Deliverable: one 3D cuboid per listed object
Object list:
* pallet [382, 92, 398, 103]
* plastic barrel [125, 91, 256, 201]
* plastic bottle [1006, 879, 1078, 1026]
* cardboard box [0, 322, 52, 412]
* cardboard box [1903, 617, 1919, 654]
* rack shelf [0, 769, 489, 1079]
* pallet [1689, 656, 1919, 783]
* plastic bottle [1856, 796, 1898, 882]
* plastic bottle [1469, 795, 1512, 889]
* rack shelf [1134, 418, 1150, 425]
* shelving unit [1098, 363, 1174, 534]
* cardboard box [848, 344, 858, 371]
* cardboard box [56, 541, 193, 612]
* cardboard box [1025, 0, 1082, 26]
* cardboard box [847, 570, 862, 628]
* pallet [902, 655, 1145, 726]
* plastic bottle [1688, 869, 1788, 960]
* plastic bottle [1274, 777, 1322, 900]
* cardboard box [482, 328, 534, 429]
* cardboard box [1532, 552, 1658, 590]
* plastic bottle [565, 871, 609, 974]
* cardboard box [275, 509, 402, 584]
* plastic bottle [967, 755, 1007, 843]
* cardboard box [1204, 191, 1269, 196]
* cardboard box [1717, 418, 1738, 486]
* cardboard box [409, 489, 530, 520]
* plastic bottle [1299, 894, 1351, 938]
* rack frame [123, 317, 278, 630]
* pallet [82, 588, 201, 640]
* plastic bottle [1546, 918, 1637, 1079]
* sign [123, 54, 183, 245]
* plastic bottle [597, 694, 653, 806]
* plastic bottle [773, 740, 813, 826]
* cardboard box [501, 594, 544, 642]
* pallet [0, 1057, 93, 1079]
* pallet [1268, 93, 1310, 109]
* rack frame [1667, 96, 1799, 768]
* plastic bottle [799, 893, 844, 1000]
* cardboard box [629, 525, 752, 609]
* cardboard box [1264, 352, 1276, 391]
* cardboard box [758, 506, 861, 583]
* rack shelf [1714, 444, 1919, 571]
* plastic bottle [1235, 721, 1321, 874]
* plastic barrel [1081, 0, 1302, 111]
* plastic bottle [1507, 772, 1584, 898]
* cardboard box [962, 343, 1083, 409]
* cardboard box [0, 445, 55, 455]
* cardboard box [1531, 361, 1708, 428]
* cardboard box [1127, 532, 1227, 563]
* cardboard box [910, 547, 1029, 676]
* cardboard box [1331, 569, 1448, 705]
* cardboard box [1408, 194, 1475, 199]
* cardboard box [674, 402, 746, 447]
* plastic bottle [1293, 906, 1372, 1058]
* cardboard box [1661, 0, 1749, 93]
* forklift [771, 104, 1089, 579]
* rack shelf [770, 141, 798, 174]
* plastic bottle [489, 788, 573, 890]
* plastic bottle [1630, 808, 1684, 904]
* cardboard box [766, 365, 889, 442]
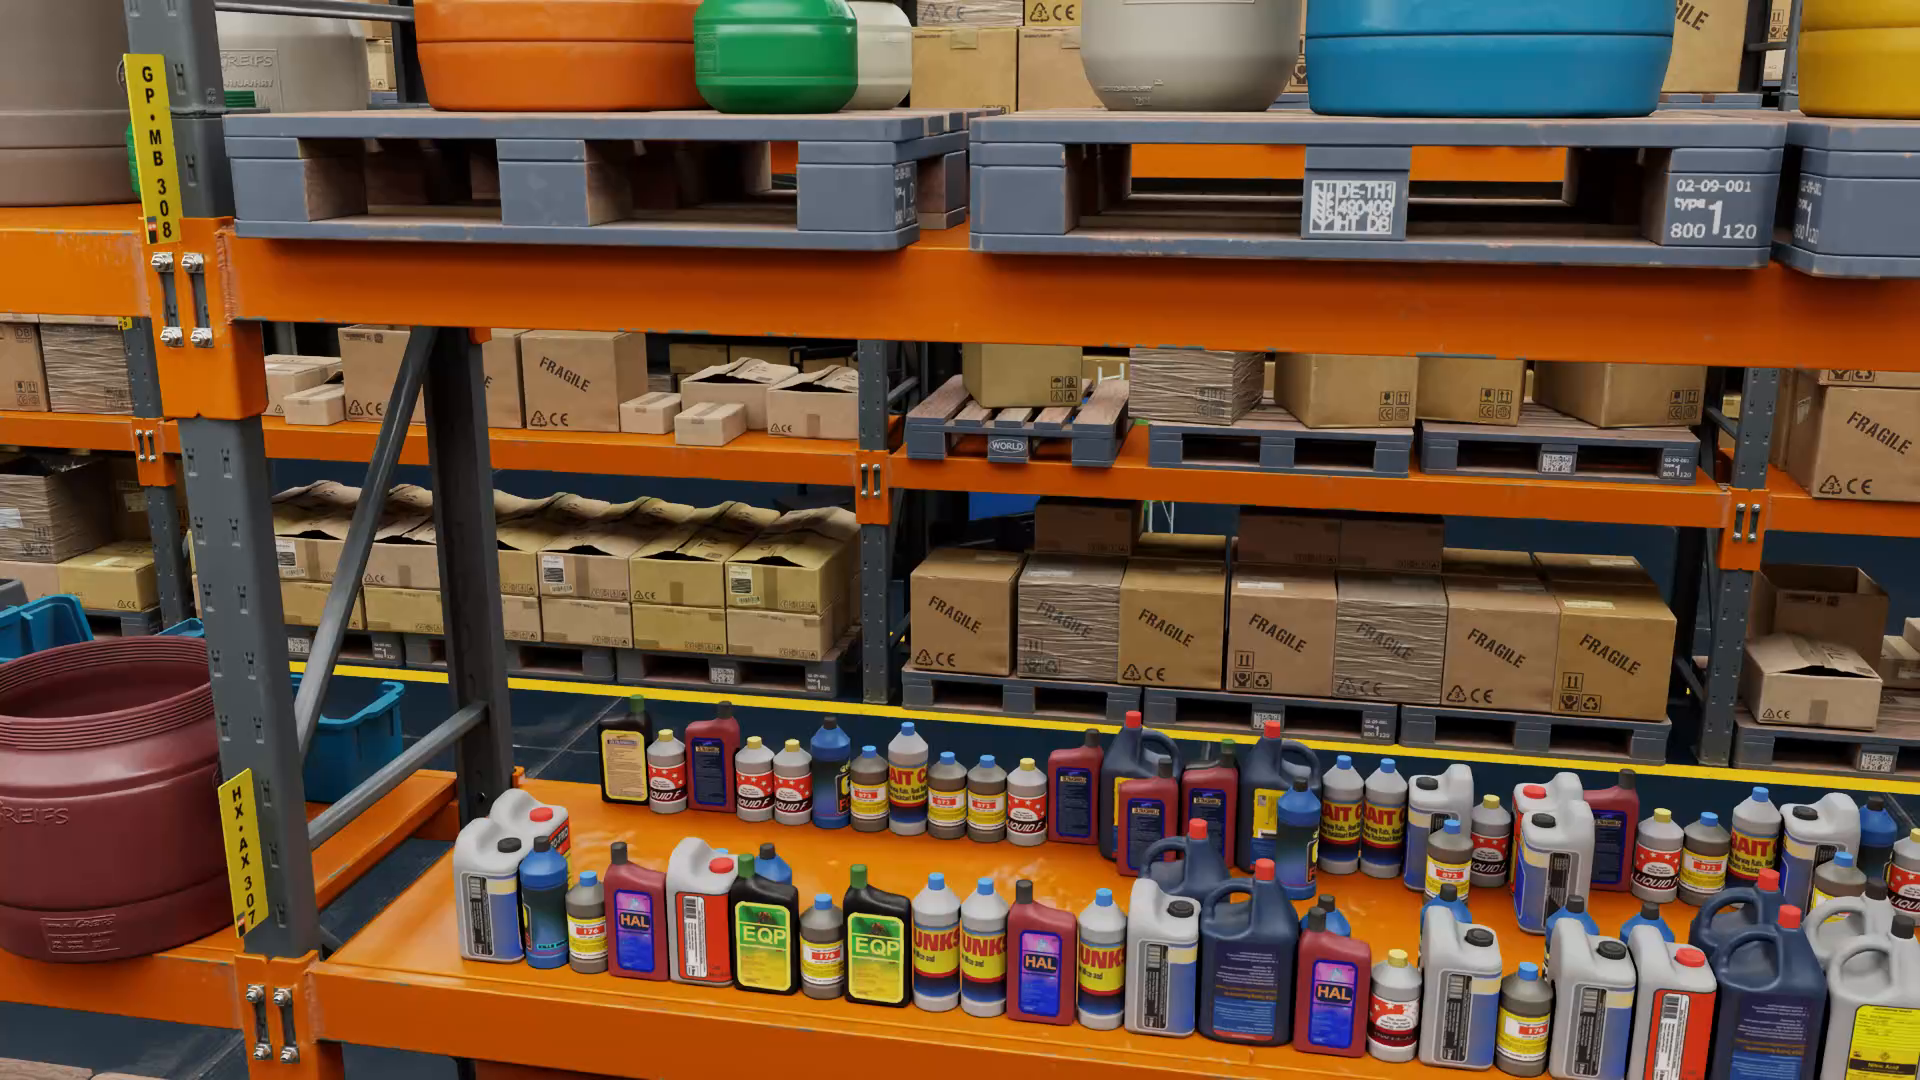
[{"bbox_3d":[-2.113,-2.163,8.415,1.213,0.211,1.003,4,16,14],"label":"pallet"},{"bbox_3d":[-1.576,-0.812,3.475,0.294,0.245,0.294,0,15,0],"label":"plastic barrel"},{"bbox_3d":[0.159,0.796,3.218,0.133,0.283,0.061,3,16,11],"label":"plastic bottle"},{"bbox_3d":[-5.207,-1.046,9.462,0.500,0.500,0.700,3,16,11],"label":"cardboard box"},{"bbox_3d":[4.936,0.556,8.079,0.500,0.311,0.500,3,16,11],"label":"cardboard box"},{"bbox_3d":[-3.284,0.799,4.336,4.000,0.370,1.077,3,16,11],"label":"rack shelf"},{"bbox_3d":[4.259,0.857,8.004,1.213,0.211,1.003,3,16,11],"label":"pallet"},{"bbox_3d":[1.979,0.689,3.627,0.097,0.271,0.097,0,15,0],"label":"plastic bottle"},{"bbox_3d":[1.203,0.680,3.789,0.097,0.201,0.097,0,15,0],"label":"plastic bottle"},{"bbox_3d":[1.188,-0.727,11.209,0.258,0.148,0.480,-13,20,-40],"label":"rack shelf"},{"bbox_3d":[1.188,-0.557,11.256,0.258,1.200,0.503,-13,20,-40],"label":"shelving unit"},{"bbox_3d":[-0.612,-1.473,13.644,0.500,0.250,0.500,3,16,12],"label":"cardboard box"},{"bbox_3d":[-4.751,0.206,9.495,0.500,0.250,0.500,3,16,11],"label":"cardboard box"},{"bbox_3d":[0.593,-2.660,7.798,0.500,0.500,0.500,3,16,11],"label":"cardboard box"},{"bbox_3d":[-0.788,0.281,9.222,0.500,0.250,0.500,3,16,11],"label":"cardboard box"},{"bbox_3d":[0.391,0.657,8.726,1.213,0.211,1.003,3,16,11],"label":"pallet"},{"bbox_3d":[1.477,0.785,3.133,0.185,0.351,0.144,3,16,11],"label":"plastic bottle"},{"bbox_3d":[0.756,0.662,3.725,0.097,0.271,0.097,0,15,0],"label":"plastic bottle"},{"bbox_3d":[-2.497,-0.898,8.927,0.500,0.500,0.500,3,16,11],"label":"cardboard box"},{"bbox_3d":[3.161,0.379,8.363,0.500,0.500,0.500,2,16,9],"label":"cardboard box"},{"bbox_3d":[-0.761,0.781,3.427,0.097,0.201,0.097,0,15,0],"label":"plastic bottle"},{"bbox_3d":[-3.408,0.018,9.121,0.500,0.311,0.500,3,16,10],"label":"cardboard box"},{"bbox_3d":[0.065,0.619,4.011,0.097,0.201,0.097,0,15,0],"label":"plastic bottle"},{"bbox_3d":[2.155,-2.582,13.009,0.500,0.250,0.500,3,16,10],"label":"cardboard box"},{"bbox_3d":[5.774,-0.724,12.381,0.500,0.500,0.700,3,16,11],"label":"cardboard box"},{"bbox_3d":[-2.799,-0.097,9.538,0.500,0.311,0.500,3,16,11],"label":"cardboard box"},{"bbox_3d":[0.696,0.809,3.192,0.097,0.271,0.097,0,15,0],"label":"plastic bottle"},{"bbox_3d":[-4.253,-0.950,9.301,0.127,3.000,1.000,3,16,11],"label":"rack frame"},{"bbox_3d":[-5.024,0.341,9.865,1.213,0.211,1.003,3,16,11],"label":"pallet"},{"bbox_3d":[1.161,0.842,3.067,0.135,0.276,0.152,3,16,11],"label":"plastic bottle"},{"bbox_3d":[-1.427,-0.692,2.948,0.005,0.325,0.100,3,16,11],"label":"sign"},{"bbox_3d":[-0.843,0.525,4.196,0.133,0.283,0.061,3,16,11],"label":"plastic bottle"},{"bbox_3d":[-0.412,0.593,4.105,0.097,0.201,0.097,0,15,0],"label":"plastic bottle"},{"bbox_3d":[-2.400,0.341,9.006,0.500,0.250,0.500,3,16,12],"label":"cardboard box"},{"bbox_3d":[-3.267,1.786,4.650,1.213,0.211,1.003,3,16,11],"label":"pallet"},{"bbox_3d":[1.945,-1.986,7.777,1.003,0.211,1.213,3,16,11],"label":"pallet"},{"bbox_3d":[3.587,-0.524,7.765,0.127,3.000,1.000,3,16,11],"label":"rack frame"},{"bbox_3d":[-0.272,0.807,3.331,0.097,0.201,0.097,0,15,0],"label":"plastic bottle"},{"bbox_3d":[-1.406,0.126,8.731,0.500,0.311,0.500,3,16,10],"label":"cardboard box"},{"bbox_3d":[2.202,-1.078,13.003,0.750,0.750,0.750,3,16,11],"label":"cardboard box"},{"bbox_3d":[-0.788,0.011,9.147,0.500,0.311,0.500,4,16,13],"label":"cardboard box"},{"bbox_3d":[5.546,-0.071,7.477,4.000,0.370,1.077,3,16,11],"label":"rack shelf"},{"bbox_3d":[0.737,0.590,3.837,0.185,0.351,0.144,3,16,11],"label":"plastic bottle"},{"bbox_3d":[0.443,-1.100,3.183,0.433,0.535,0.433,0,15,0],"label":"plastic barrel"},{"bbox_3d":[1.311,0.658,3.731,0.135,0.276,0.152,3,16,11],"label":"plastic bottle"},{"bbox_3d":[0.306,-0.983,8.449,0.500,0.500,0.700,-2,16,-8],"label":"cardboard box"},{"bbox_3d":[-5.625,-0.348,10.088,0.500,0.500,0.500,3,16,11],"label":"cardboard box"},{"bbox_3d":[3.167,-0.858,7.997,0.500,0.500,0.700,-2,16,-8],"label":"cardboard box"},{"bbox_3d":[1.137,0.272,8.750,0.500,0.500,0.500,3,16,9],"label":"cardboard box"},{"bbox_3d":[0.056,0.355,8.450,0.500,0.500,0.500,4,16,13],"label":"cardboard box"},{"bbox_3d":[2.072,0.462,8.063,0.500,0.500,0.500,3,16,12],"label":"cardboard box"},{"bbox_3d":[3.657,-2.501,12.716,0.500,0.250,0.500,3,16,12],"label":"cardboard box"},{"bbox_3d":[-1.270,-0.591,8.478,0.250,0.149,0.380,3,16,11],"label":"cardboard box"},{"bbox_3d":[0.698,0.825,3.112,0.133,0.283,0.061,3,16,11],"label":"plastic bottle"},{"bbox_3d":[3.108,-2.314,7.448,0.600,0.600,0.600,2,16,6],"label":"cardboard box"},{"bbox_3d":[-0.591,-1.299,10.689,3.031,2.935,1.130,-9,18,-29],"label":"forklift"},{"bbox_3d":[-2.293,-1.942,8.612,4.000,0.370,1.077,3,16,11],"label":"rack shelf"},{"bbox_3d":[-0.934,0.686,3.628,0.135,0.276,0.152,3,16,11],"label":"plastic bottle"},{"bbox_3d":[1.561,0.700,3.718,0.097,0.201,0.097,0,15,0],"label":"plastic bottle"},{"bbox_3d":[-0.681,-0.725,8.656,0.500,0.311,0.500,4,16,15],"label":"cardboard box"}]
